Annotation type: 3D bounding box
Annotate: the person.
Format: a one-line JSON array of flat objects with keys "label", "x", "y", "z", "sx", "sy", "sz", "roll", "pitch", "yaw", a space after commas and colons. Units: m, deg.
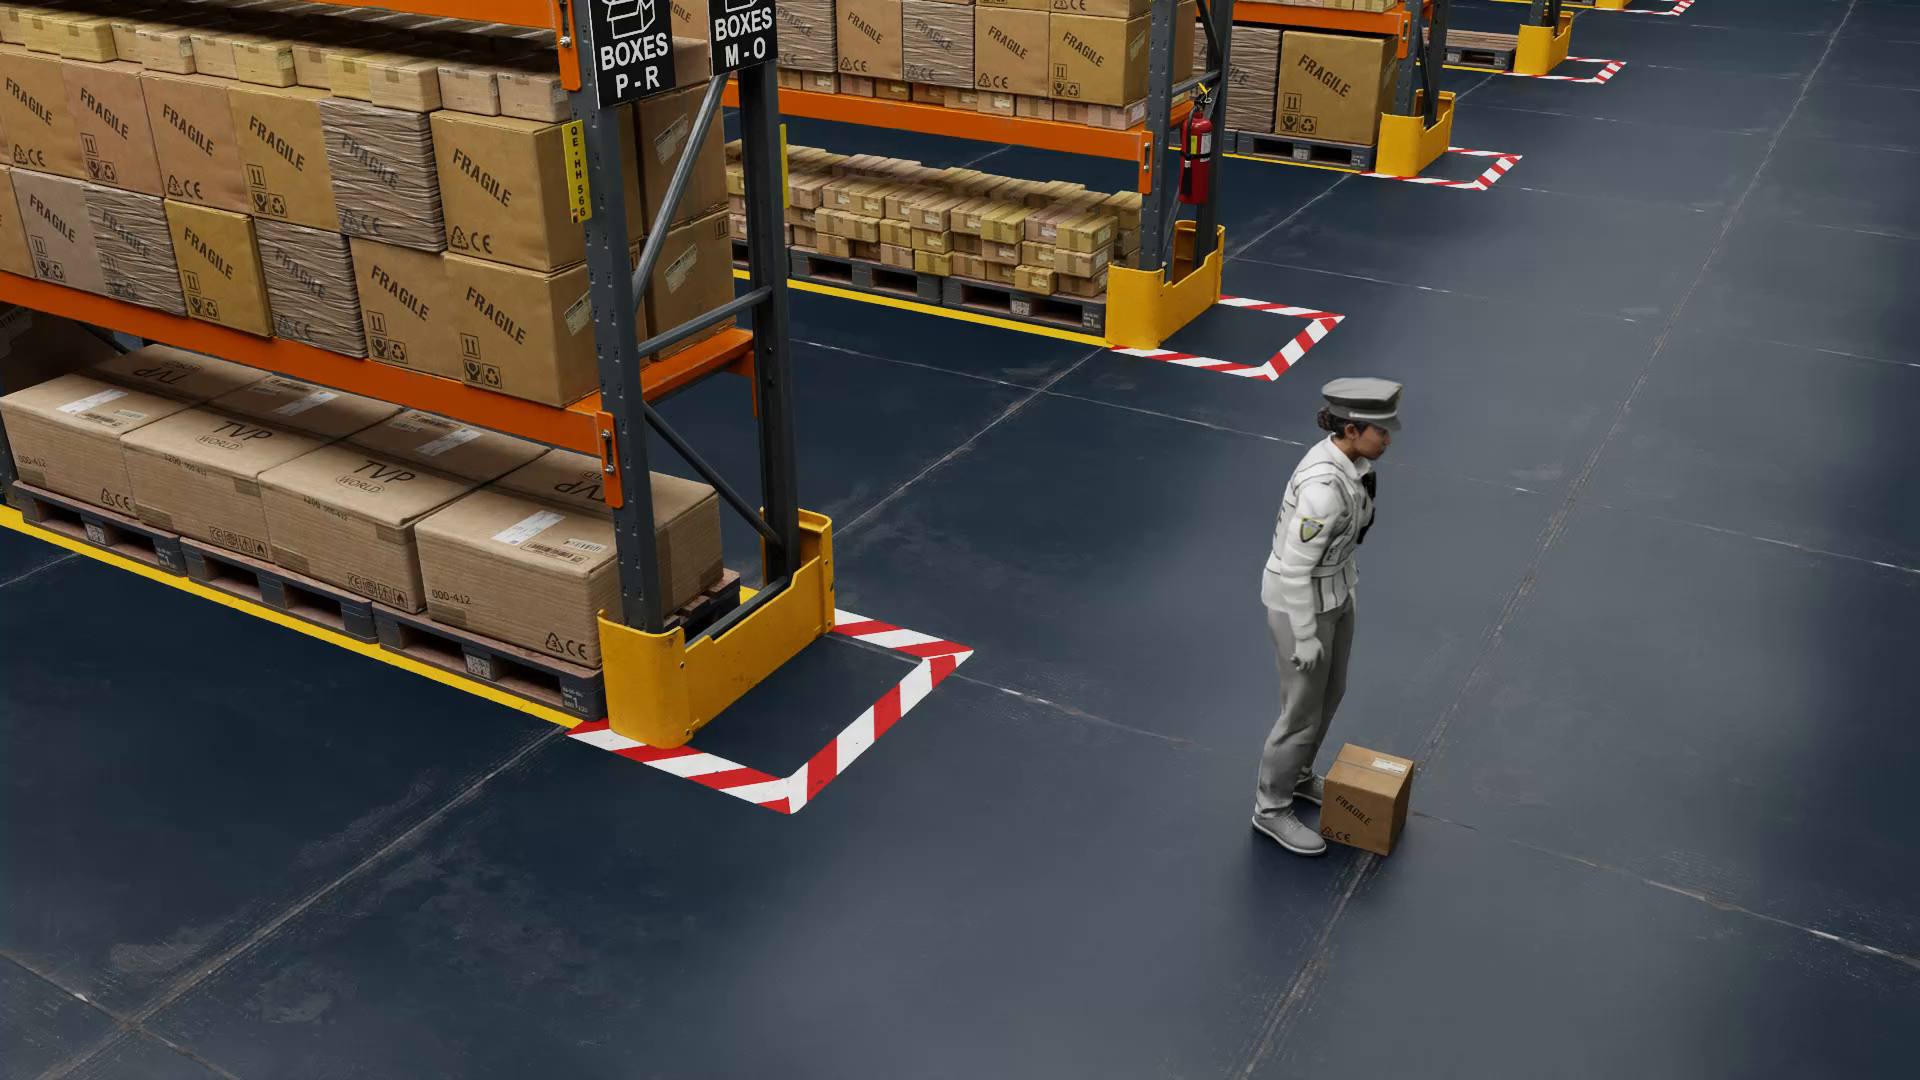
[{"label": "person", "x": 1.224, "y": 0.234, "z": 5.647, "sx": 0.379, "sy": 1.662, "sz": 0.533, "roll": 14, "pitch": 30, "yaw": 26}]
